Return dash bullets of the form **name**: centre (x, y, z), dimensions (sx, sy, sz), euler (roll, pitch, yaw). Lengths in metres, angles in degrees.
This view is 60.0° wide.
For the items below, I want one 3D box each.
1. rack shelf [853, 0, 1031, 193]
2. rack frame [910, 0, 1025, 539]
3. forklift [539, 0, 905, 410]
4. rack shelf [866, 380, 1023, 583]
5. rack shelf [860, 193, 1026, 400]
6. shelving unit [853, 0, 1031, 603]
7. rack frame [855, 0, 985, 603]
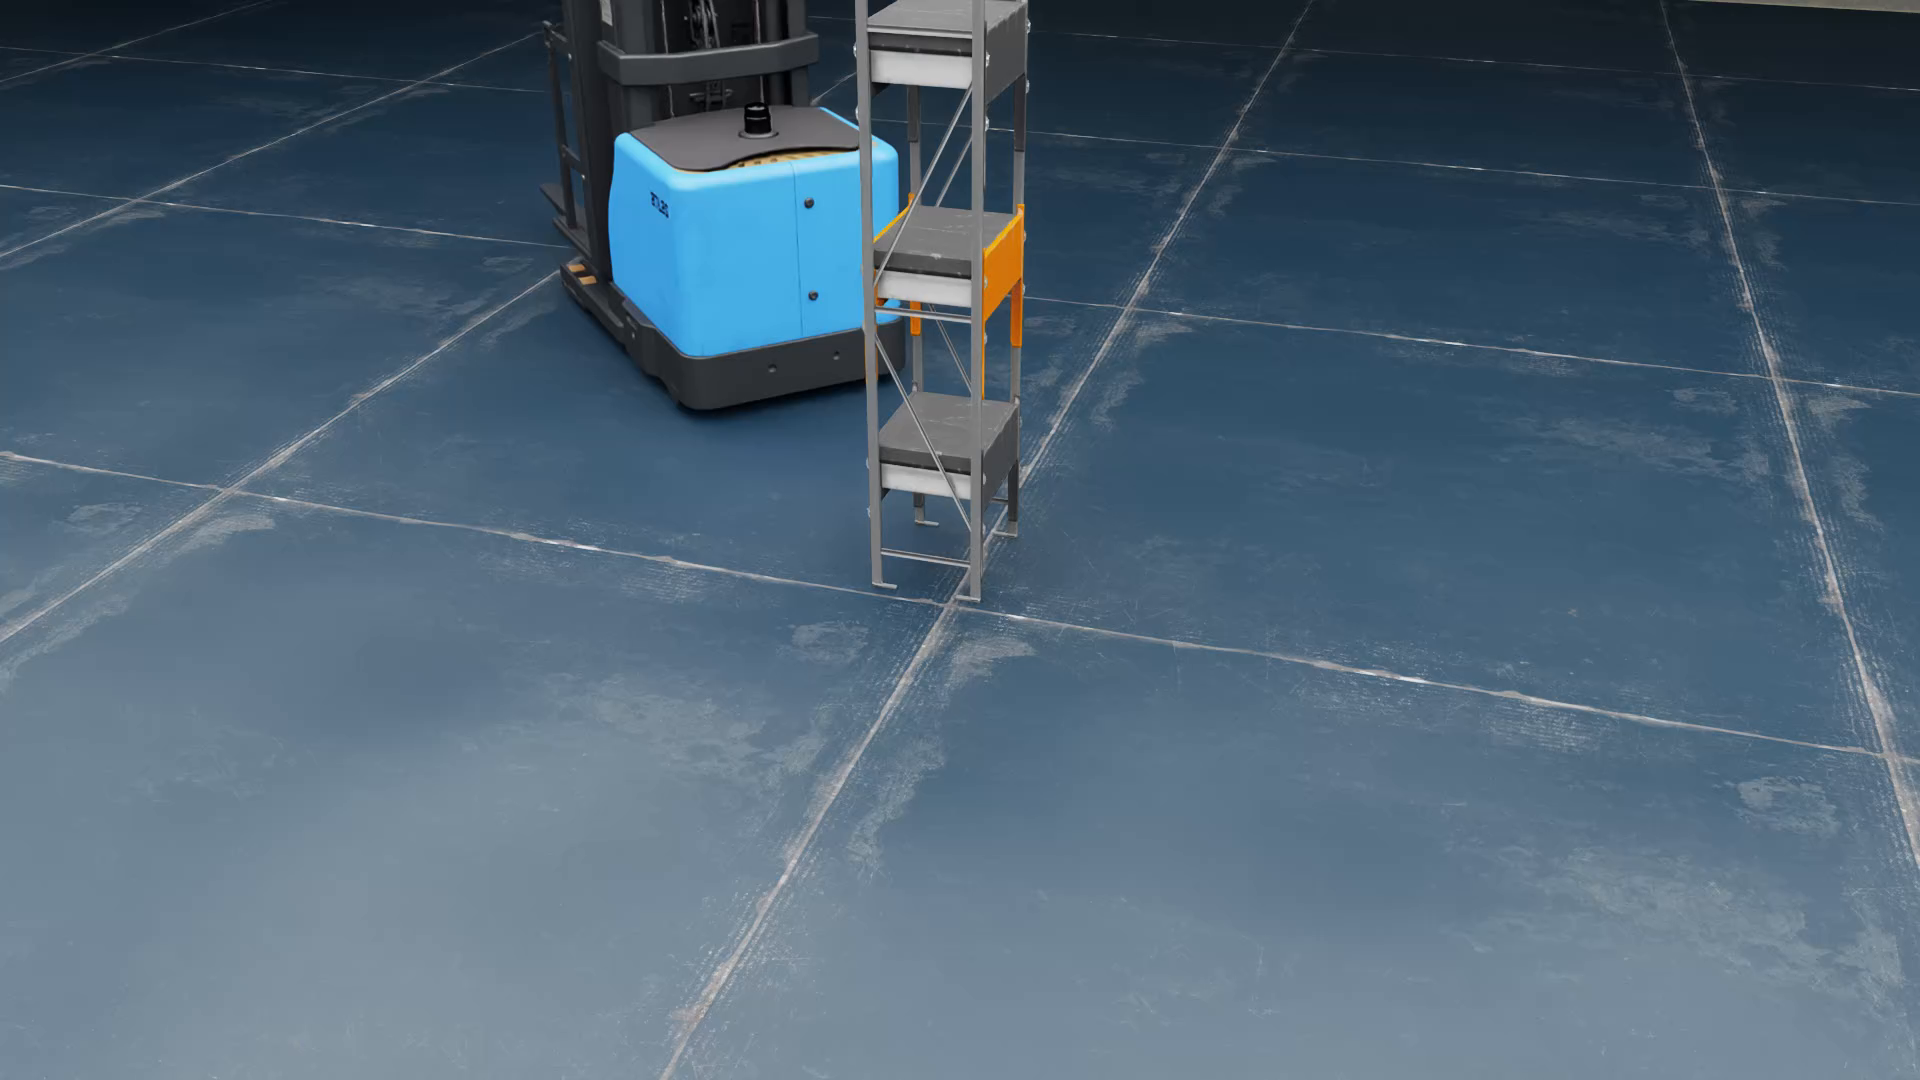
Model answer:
- **rack shelf**: centre (-0.049, -1.440, 5.268), dimensions (0.431, 0.518, 0.480), euler (8, 30, 15)
- **rack frame**: centre (0.023, -0.954, 5.805), dimensions (0.400, 2.100, 0.015), euler (8, 30, 15)
- **forklift**: centre (-1.378, -2.524, 7.773), dimensions (1.130, 2.935, 3.031), euler (-14, 32, -24)
- **rack shelf**: centre (-0.049, -0.217, 5.948), dimensions (0.431, 0.518, 0.480), euler (8, 30, 15)
- **rack shelf**: centre (-0.049, -0.829, 5.608), dimensions (0.431, 0.518, 0.480), euler (8, 30, 15)
- **shelving unit**: centre (-0.049, -0.841, 5.601), dimensions (0.431, 2.100, 0.503), euler (8, 30, 15)
- **rack frame**: centre (-0.120, -0.727, 5.397), dimensions (0.400, 2.100, 0.015), euler (8, 30, 15)
